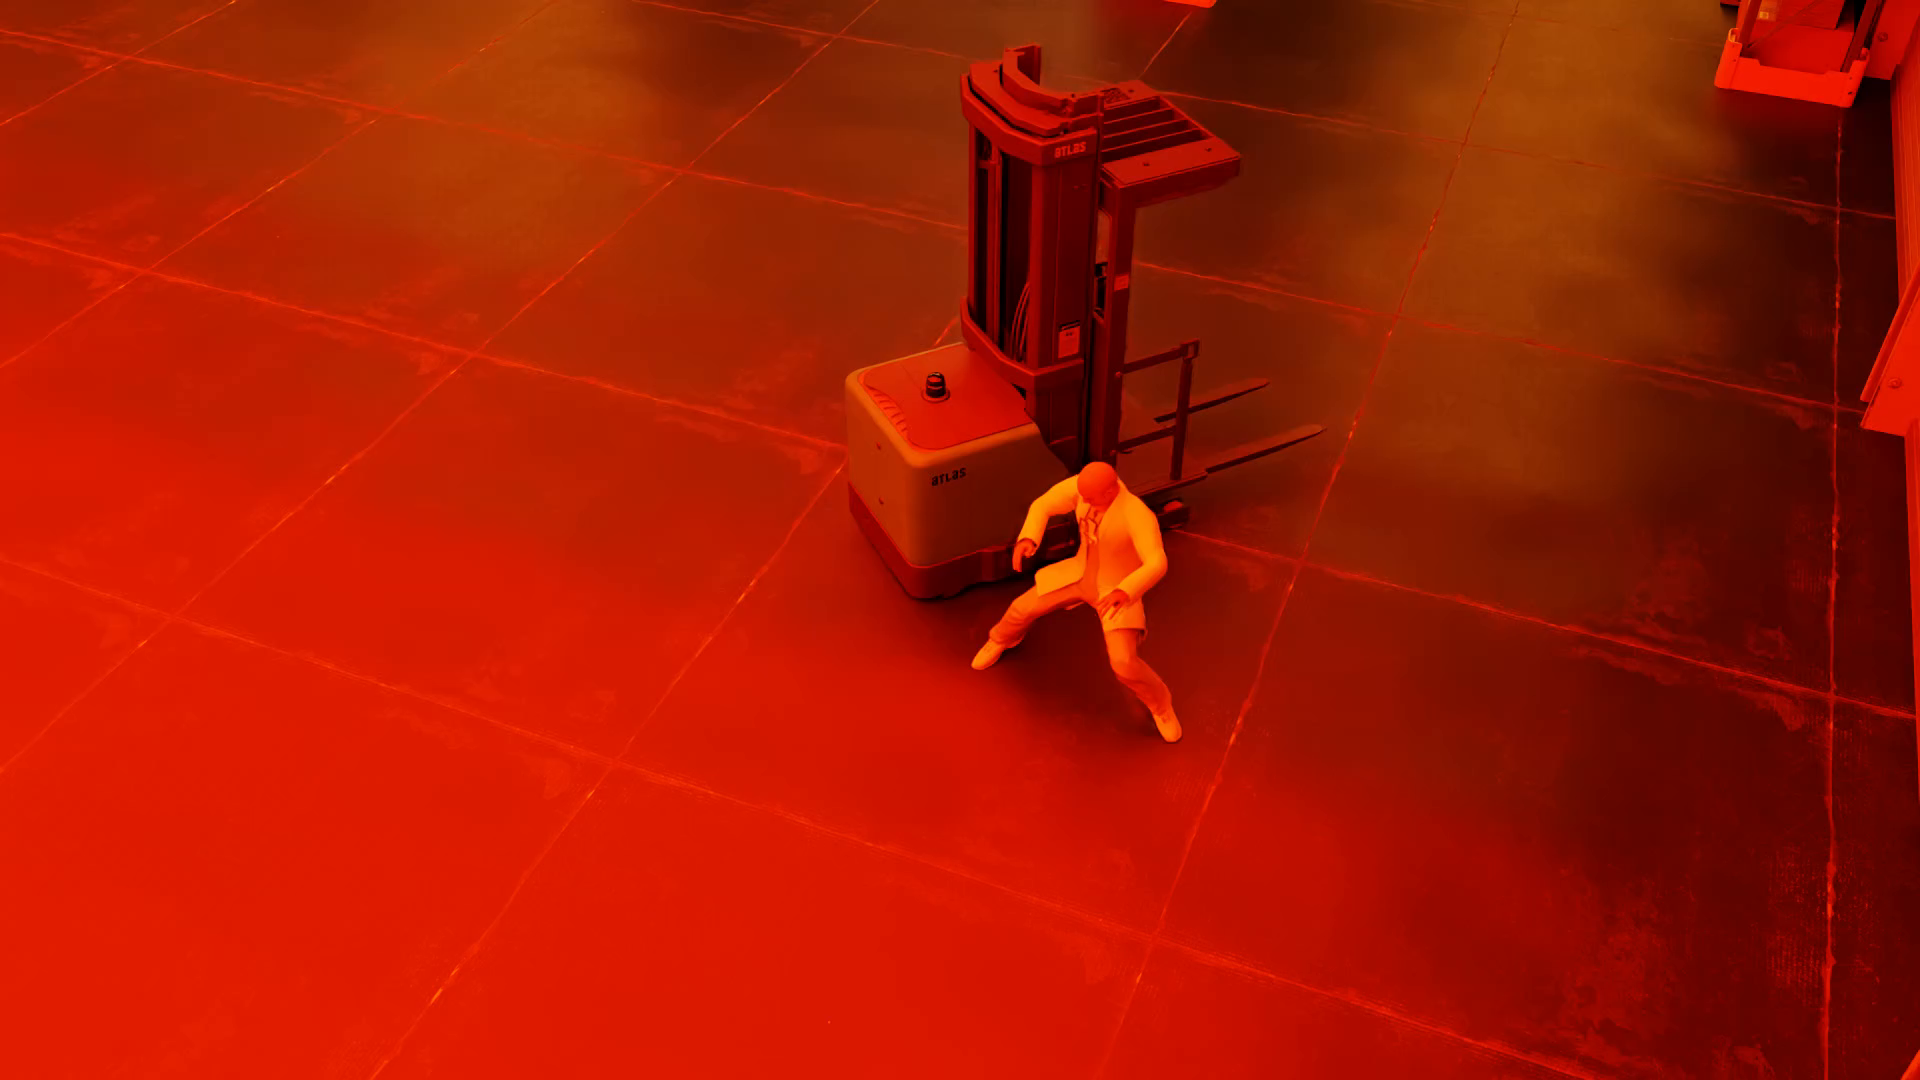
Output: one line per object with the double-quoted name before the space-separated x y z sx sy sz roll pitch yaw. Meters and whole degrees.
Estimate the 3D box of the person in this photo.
"person" 0.676 0.279 8.763 0.702 1.558 1.250 -27 47 -28

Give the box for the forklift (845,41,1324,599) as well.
"forklift" 0.861 -1.432 9.717 3.031 2.935 1.130 -18 43 -20
